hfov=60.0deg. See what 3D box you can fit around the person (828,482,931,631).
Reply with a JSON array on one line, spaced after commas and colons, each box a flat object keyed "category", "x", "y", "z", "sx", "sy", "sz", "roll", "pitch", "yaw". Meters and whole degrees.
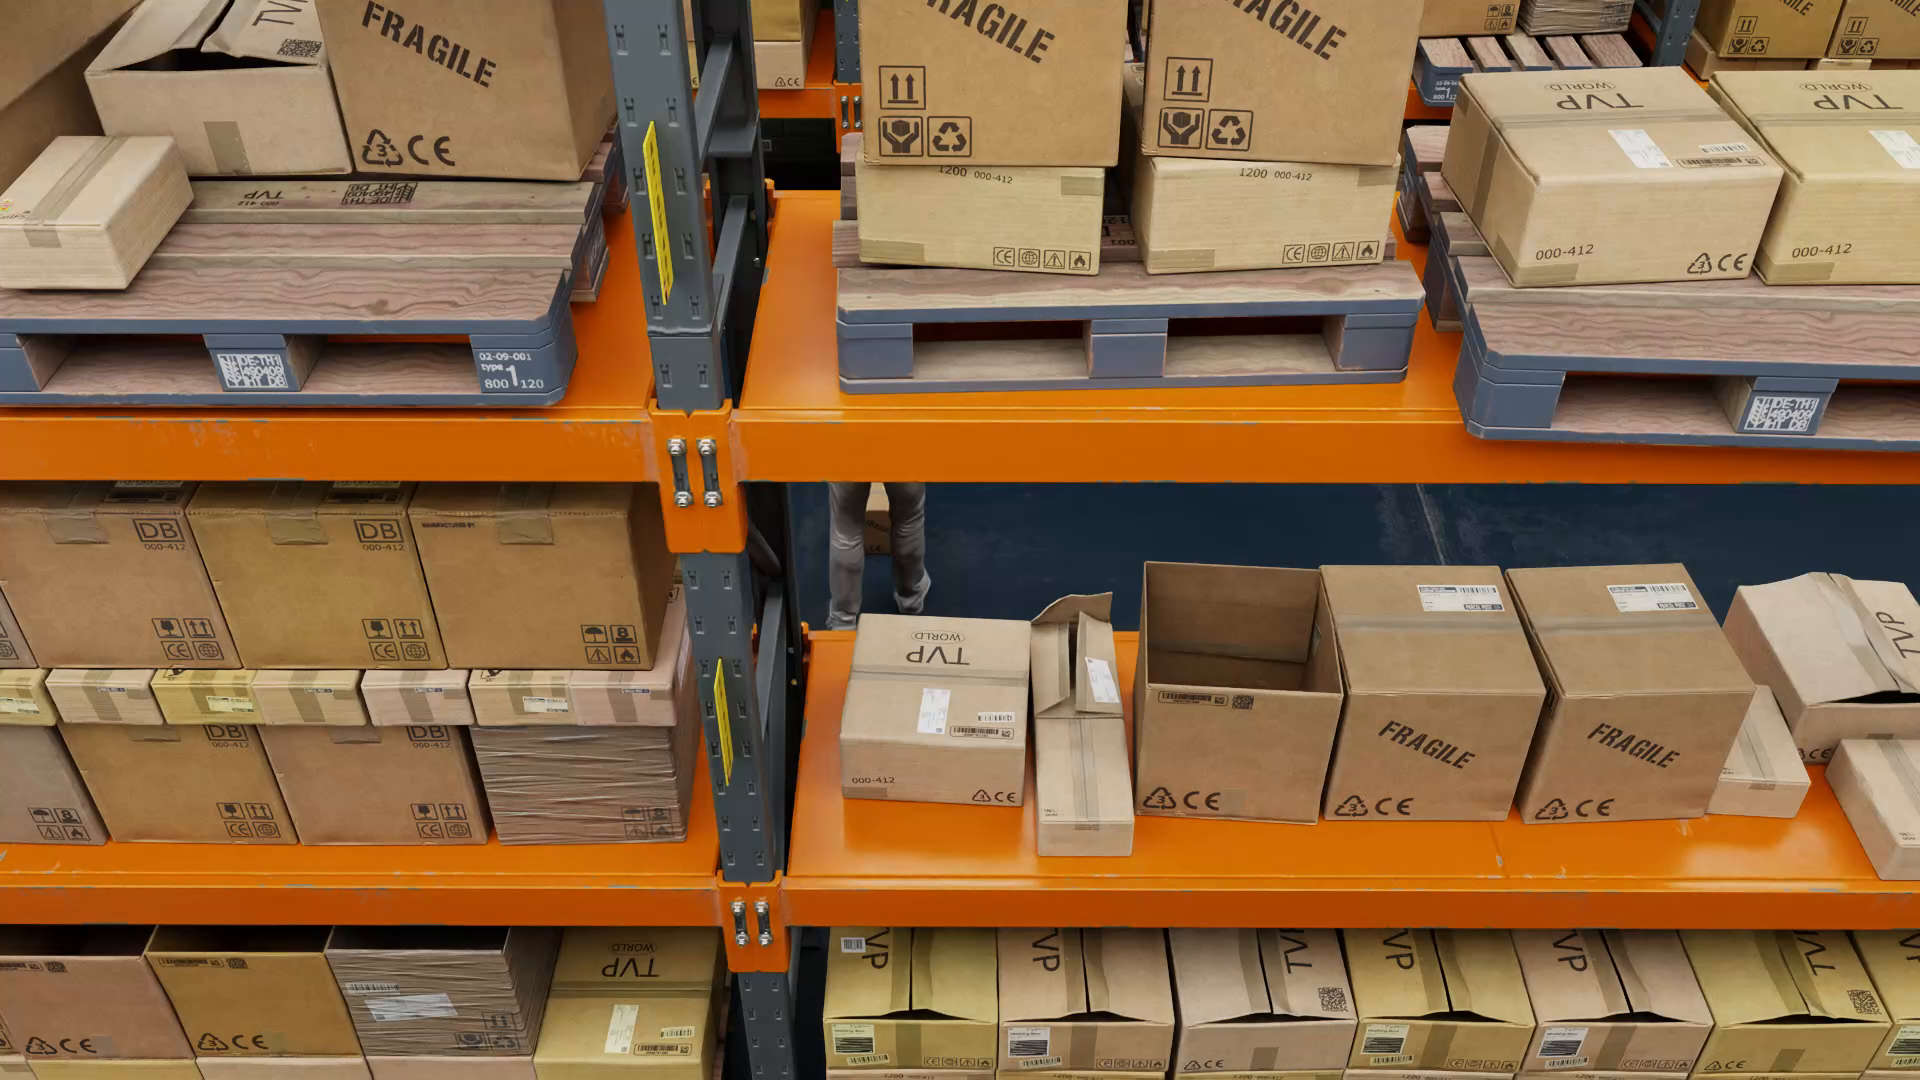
[{"category": "person", "x": -0.343, "y": -0.361, "z": 6.645, "sx": 0.570, "sy": 1.853, "sz": 0.470, "roll": 1, "pitch": 39, "yaw": 1}]
